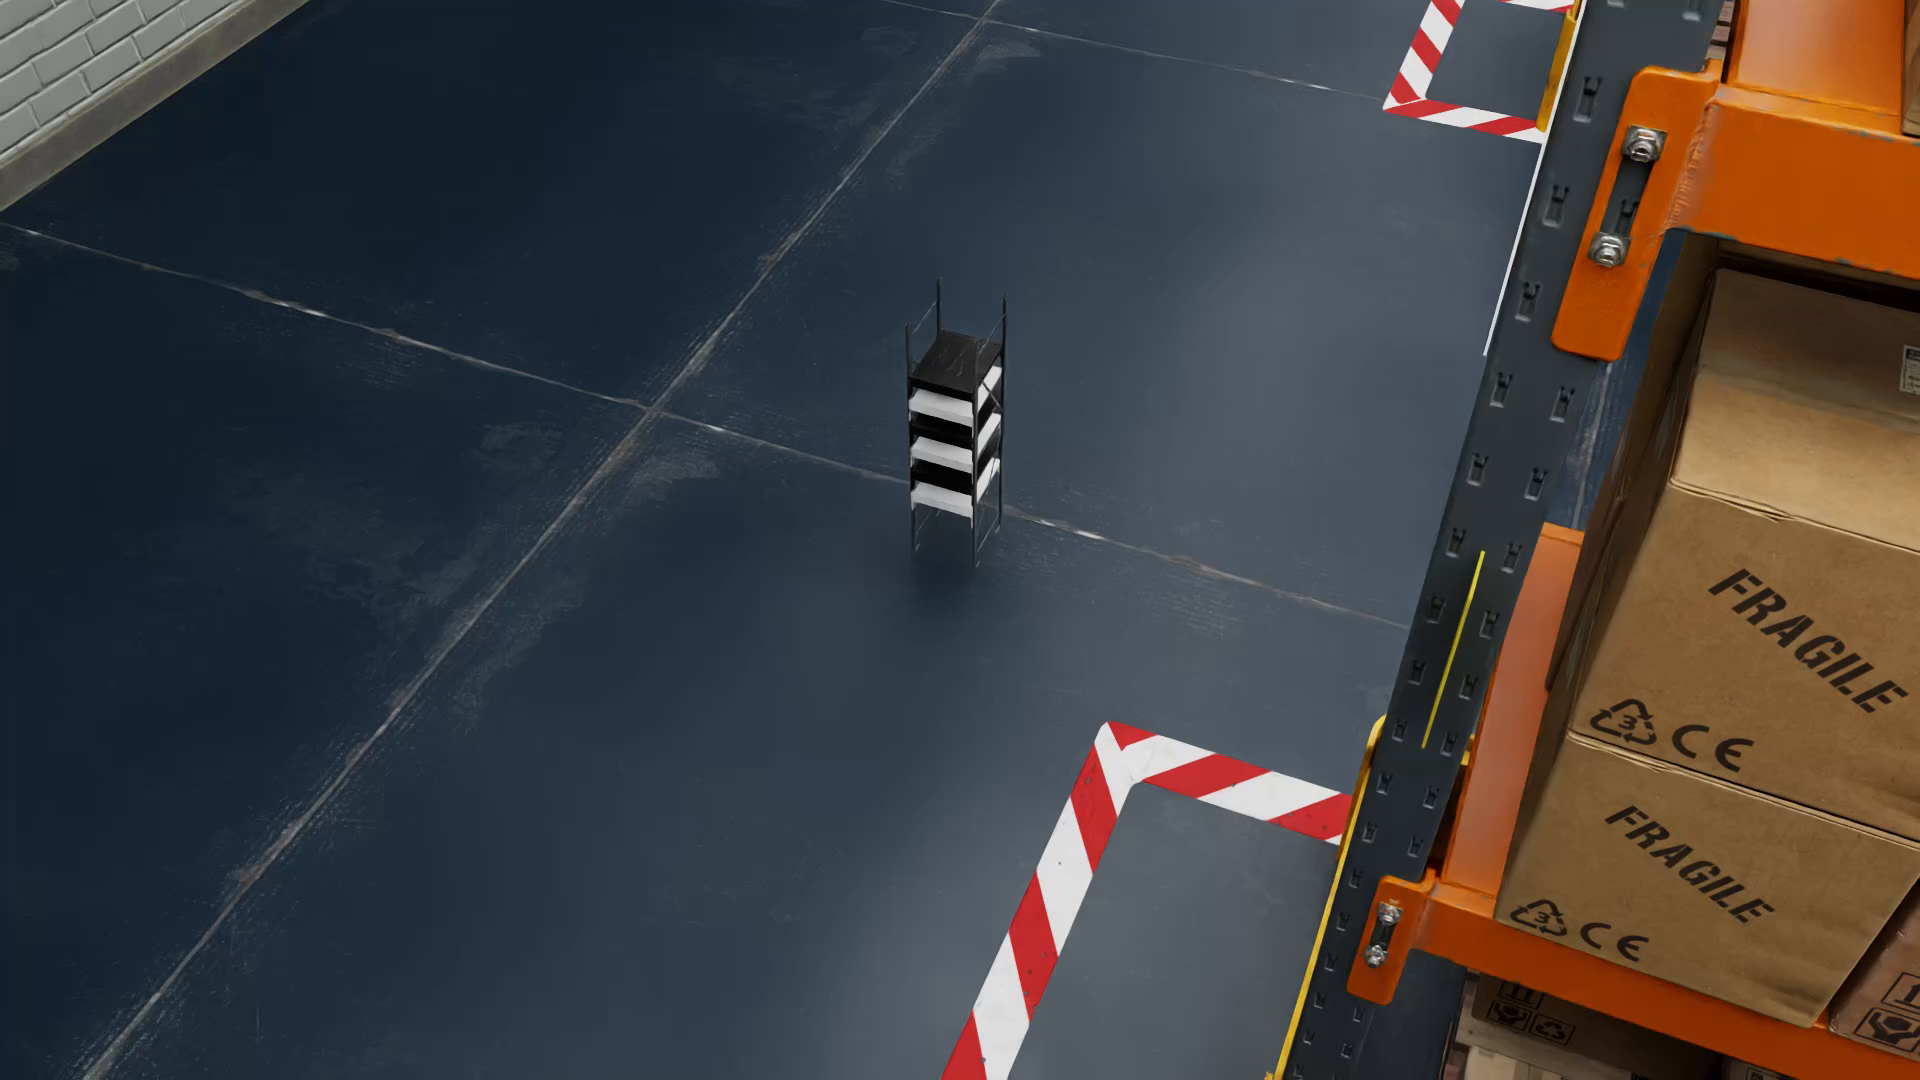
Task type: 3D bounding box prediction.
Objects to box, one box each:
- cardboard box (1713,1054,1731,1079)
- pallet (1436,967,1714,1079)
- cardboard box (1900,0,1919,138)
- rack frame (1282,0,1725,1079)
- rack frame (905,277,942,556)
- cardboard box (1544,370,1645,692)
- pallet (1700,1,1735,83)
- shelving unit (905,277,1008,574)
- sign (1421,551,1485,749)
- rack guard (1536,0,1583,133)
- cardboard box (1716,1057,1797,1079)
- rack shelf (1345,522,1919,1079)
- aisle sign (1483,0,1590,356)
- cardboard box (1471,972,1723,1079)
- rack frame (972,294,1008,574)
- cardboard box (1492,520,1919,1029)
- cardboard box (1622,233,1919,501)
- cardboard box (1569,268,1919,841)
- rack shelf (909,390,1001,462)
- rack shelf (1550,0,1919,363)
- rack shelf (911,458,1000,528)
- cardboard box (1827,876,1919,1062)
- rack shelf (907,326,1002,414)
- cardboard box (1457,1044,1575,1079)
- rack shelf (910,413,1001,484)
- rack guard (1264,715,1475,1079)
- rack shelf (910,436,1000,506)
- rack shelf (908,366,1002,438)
[{"bbox_3d":[1.840,1.116,3.698,0.250,0.166,0.380,16,47,16],"label":"cardboard box"},{"bbox_3d":[1.711,1.337,3.757,1.213,0.211,1.003,16,47,16],"label":"pallet"},{"bbox_3d":[1.281,-0.593,1.699,0.500,0.250,0.500,16,47,16],"label":"cardboard box"},{"bbox_3d":[0.905,0.112,3.011,0.127,3.000,1.000,16,47,16],"label":"rack frame"},{"bbox_3d":[-0.101,-0.349,4.963,0.006,0.900,0.240,16,47,16],"label":"rack frame"},{"bbox_3d":[1.423,0.021,3.031,0.500,0.500,0.500,18,48,17],"label":"cardboard box"},{"bbox_3d":[3.561,-1.874,6.983,1.213,0.211,1.003,16,47,16],"label":"pallet"},{"bbox_3d":[-0.007,-0.321,4.935,0.210,0.900,0.258,16,47,16],"label":"shelving unit"},{"bbox_3d":[0.696,0.159,2.350,0.005,0.325,0.100,16,47,16],"label":"sign"},{"bbox_3d":[2.788,-2.223,7.130,0.348,0.500,1.175,16,47,16],"label":"rack guard"},{"bbox_3d":[1.759,1.399,3.355,0.500,0.250,0.500,16,47,16],"label":"cardboard box"},{"bbox_3d":[2.750,0.910,2.719,4.000,0.370,1.077,16,47,16],"label":"rack shelf"},{"bbox_3d":[0.729,-0.637,1.920,0.004,0.787,0.394,16,47,16],"label":"aisle sign"},{"bbox_3d":[1.501,0.830,3.750,0.500,0.500,0.500,16,47,16],"label":"cardboard box"},{"bbox_3d":[0.086,-0.294,4.907,0.006,0.900,0.240,16,47,16],"label":"rack frame"},{"bbox_3d":[1.213,0.369,2.682,0.500,0.500,0.500,17,47,17],"label":"cardboard box"},{"bbox_3d":[1.421,-0.336,2.681,0.500,0.500,0.500,16,47,15],"label":"cardboard box"},{"bbox_3d":[1.213,0.014,2.329,0.500,0.500,0.500,18,48,17],"label":"cardboard box"},{"bbox_3d":[-0.007,-0.361,4.895,0.200,0.077,0.258,16,47,16],"label":"rack shelf"},{"bbox_3d":[2.750,-0.153,1.661,4.000,0.370,1.077,16,47,16],"label":"rack shelf"},{"bbox_3d":[-0.007,-0.170,5.085,0.200,0.077,0.258,16,47,16],"label":"rack shelf"},{"bbox_3d":[1.691,0.505,2.544,0.500,0.500,0.500,16,47,15],"label":"cardboard box"},{"bbox_3d":[-0.007,-0.489,4.768,0.200,0.077,0.258,16,47,16],"label":"rack shelf"},{"bbox_3d":[1.159,1.304,3.522,0.250,0.149,0.380,16,47,16],"label":"cardboard box"},{"bbox_3d":[-0.007,-0.298,4.958,0.200,0.077,0.258,16,47,16],"label":"rack shelf"},{"bbox_3d":[0.975,1.019,3.872,0.348,0.500,1.175,16,47,16],"label":"rack guard"},{"bbox_3d":[-0.007,-0.234,5.022,0.200,0.077,0.258,16,47,16],"label":"rack shelf"},{"bbox_3d":[-0.007,-0.425,4.831,0.200,0.077,0.258,16,47,16],"label":"rack shelf"}]
